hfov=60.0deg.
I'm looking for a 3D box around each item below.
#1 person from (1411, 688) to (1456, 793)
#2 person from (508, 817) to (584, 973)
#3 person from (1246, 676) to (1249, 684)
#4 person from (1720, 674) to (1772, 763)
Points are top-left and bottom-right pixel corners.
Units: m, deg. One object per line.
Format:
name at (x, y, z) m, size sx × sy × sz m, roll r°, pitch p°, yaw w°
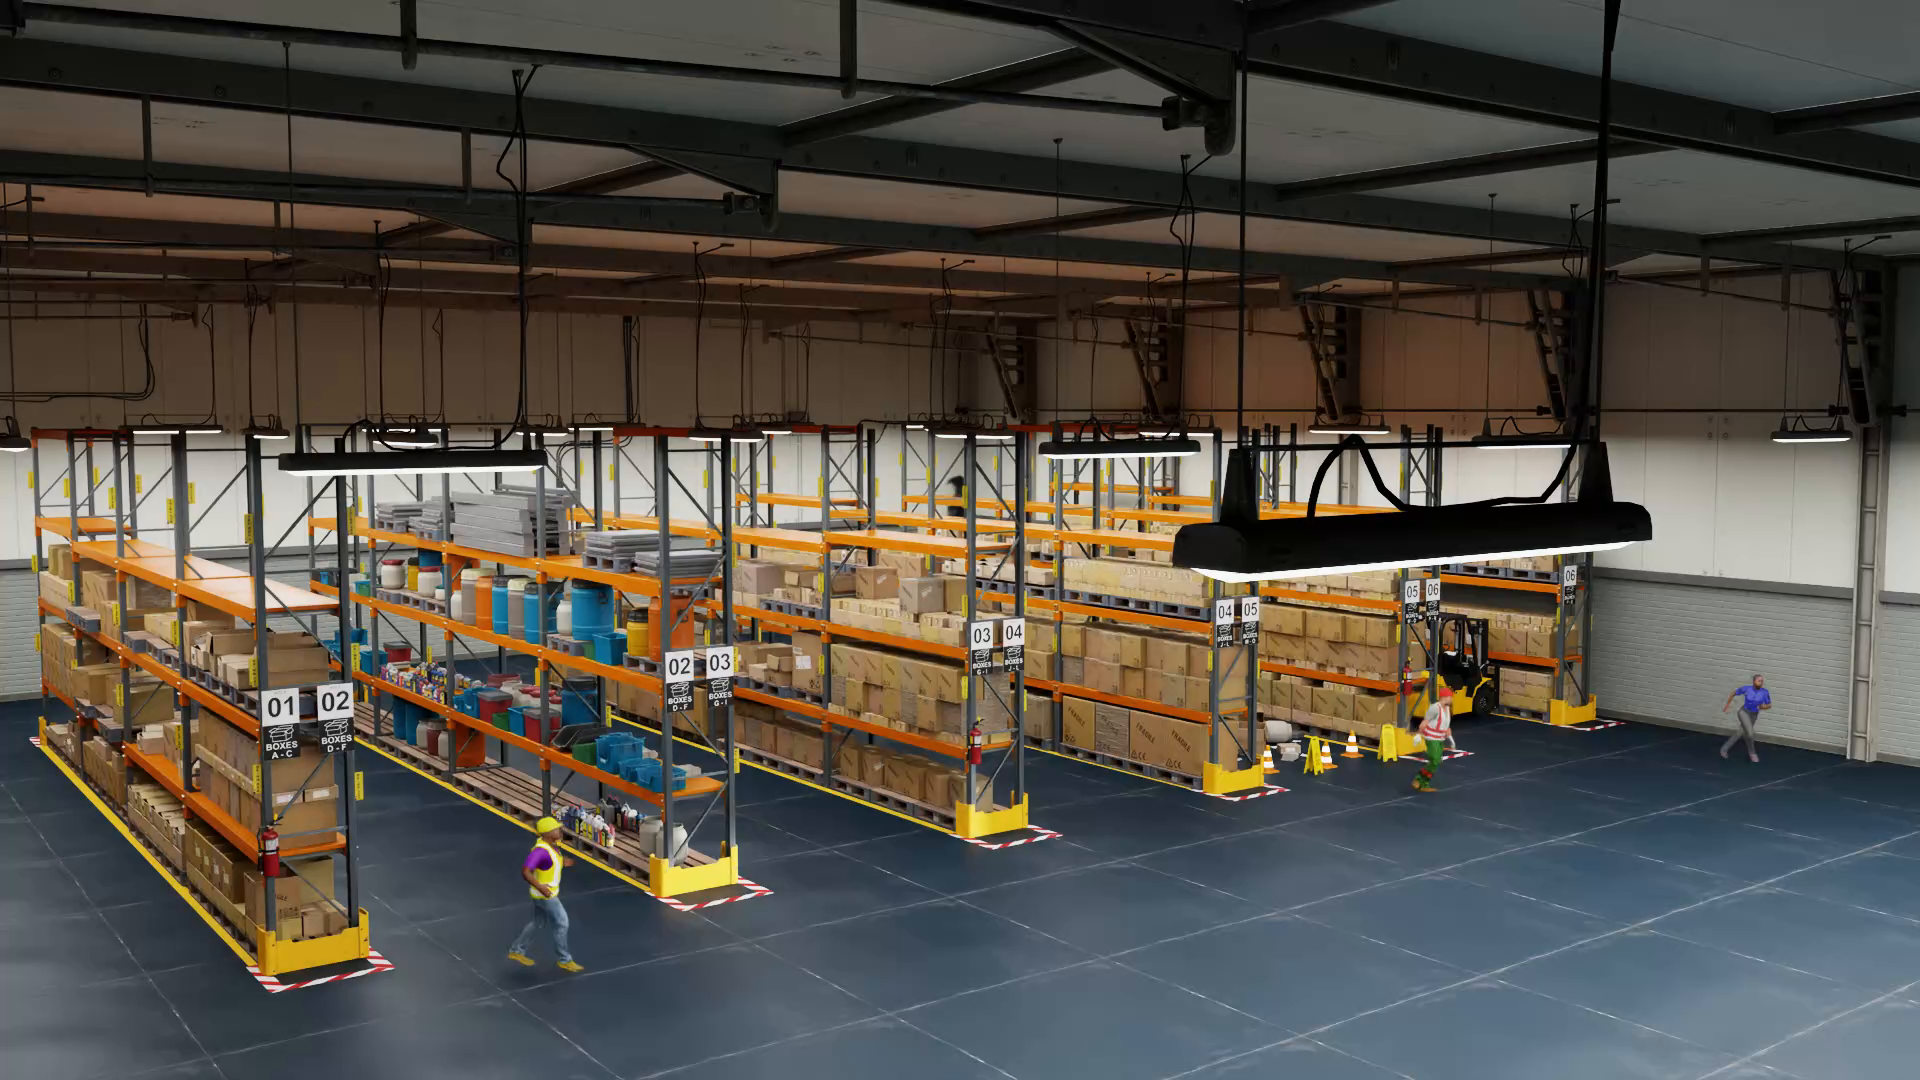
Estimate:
person at (7.834, 3.309, 27.463) m, size 0.691 × 1.755 × 0.590 m, roll -4°, pitch 6°, yaw -45°
person at (-4.651, 3.984, 18.614) m, size 0.838 × 1.803 × 0.704 m, roll -1°, pitch 5°, yaw -13°
person at (6.123, 2.537, 37.038) m, size 0.672 × 1.750 × 0.926 m, roll -4°, pitch 6°, yaw -39°
person at (14.158, 3.182, 29.934) m, size 0.725 × 1.575 × 0.684 m, roll -1°, pitch 5°, yaw -7°
